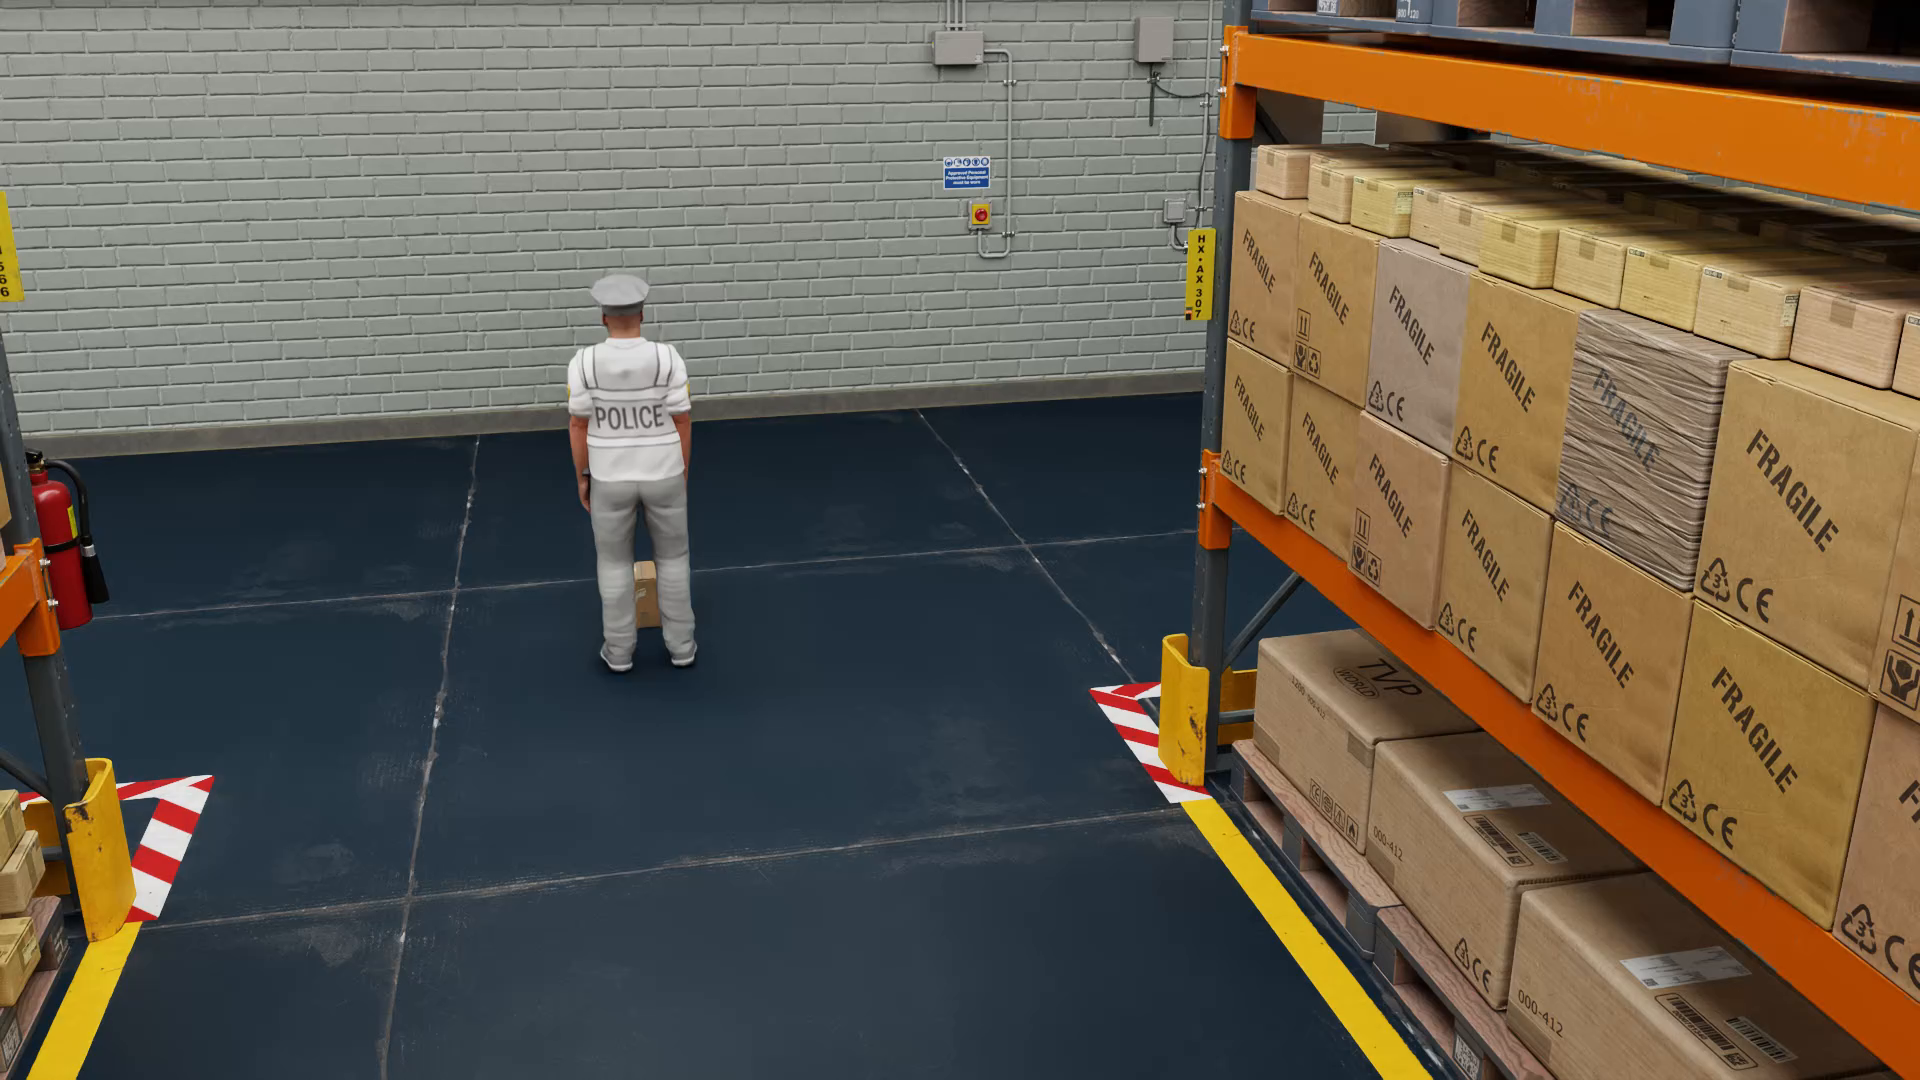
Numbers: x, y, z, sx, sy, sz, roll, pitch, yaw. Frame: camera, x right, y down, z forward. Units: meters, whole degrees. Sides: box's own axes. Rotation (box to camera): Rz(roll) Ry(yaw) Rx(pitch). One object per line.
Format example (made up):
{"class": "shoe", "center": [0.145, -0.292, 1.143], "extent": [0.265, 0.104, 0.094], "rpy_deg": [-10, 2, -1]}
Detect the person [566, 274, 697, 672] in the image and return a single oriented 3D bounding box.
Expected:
{"class": "person", "center": [-1.441, -0.287, 7.347], "extent": [0.525, 1.772, 0.395], "rpy_deg": [-4, 20, -11]}
